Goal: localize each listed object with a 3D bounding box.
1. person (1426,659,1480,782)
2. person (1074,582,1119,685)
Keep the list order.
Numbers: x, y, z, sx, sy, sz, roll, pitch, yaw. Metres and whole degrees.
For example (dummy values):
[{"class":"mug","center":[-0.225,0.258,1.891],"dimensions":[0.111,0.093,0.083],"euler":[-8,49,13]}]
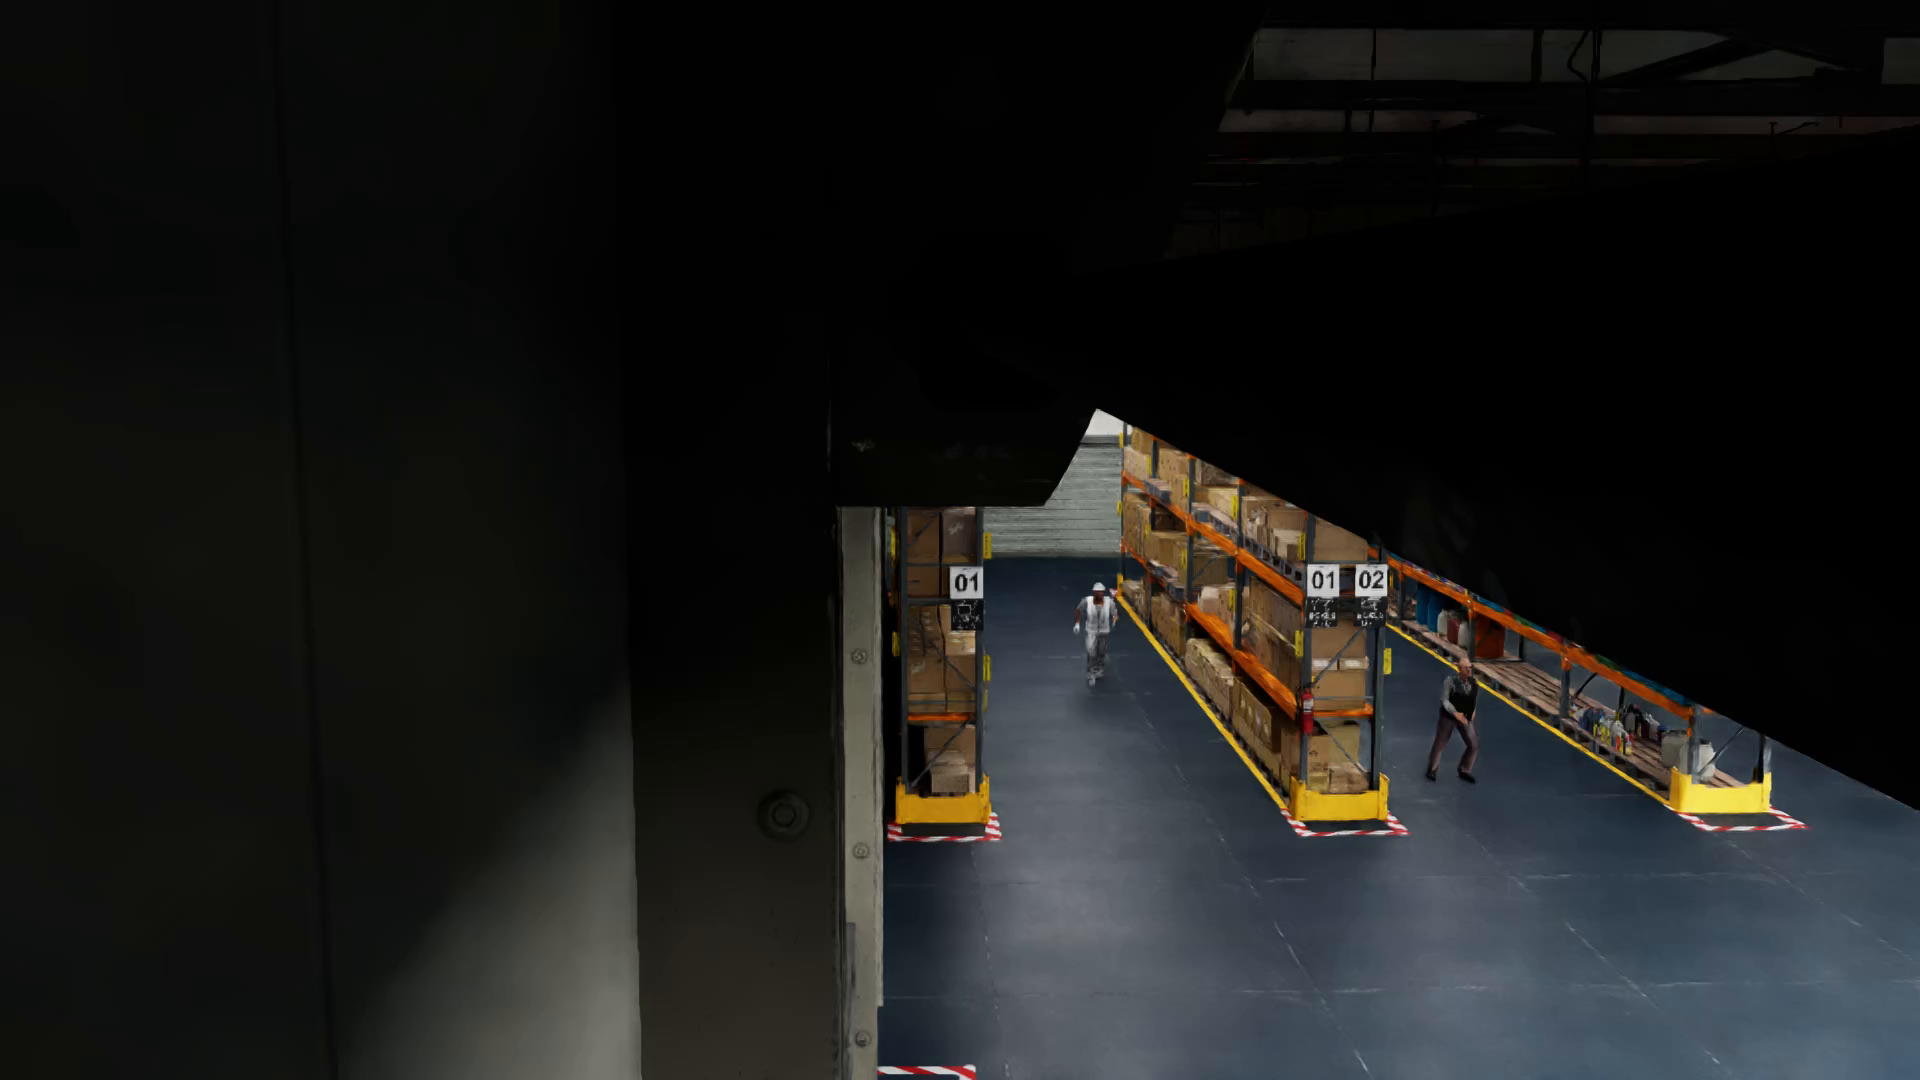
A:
[{"class":"person","center":[6.655,2.392,22.213],"dimensions":[0.708,1.675,0.645],"euler":[-2,8,-14]},{"class":"person","center":[2.317,1.538,28.104],"dimensions":[0.721,1.706,0.873],"euler":[-1,8,-5]}]
